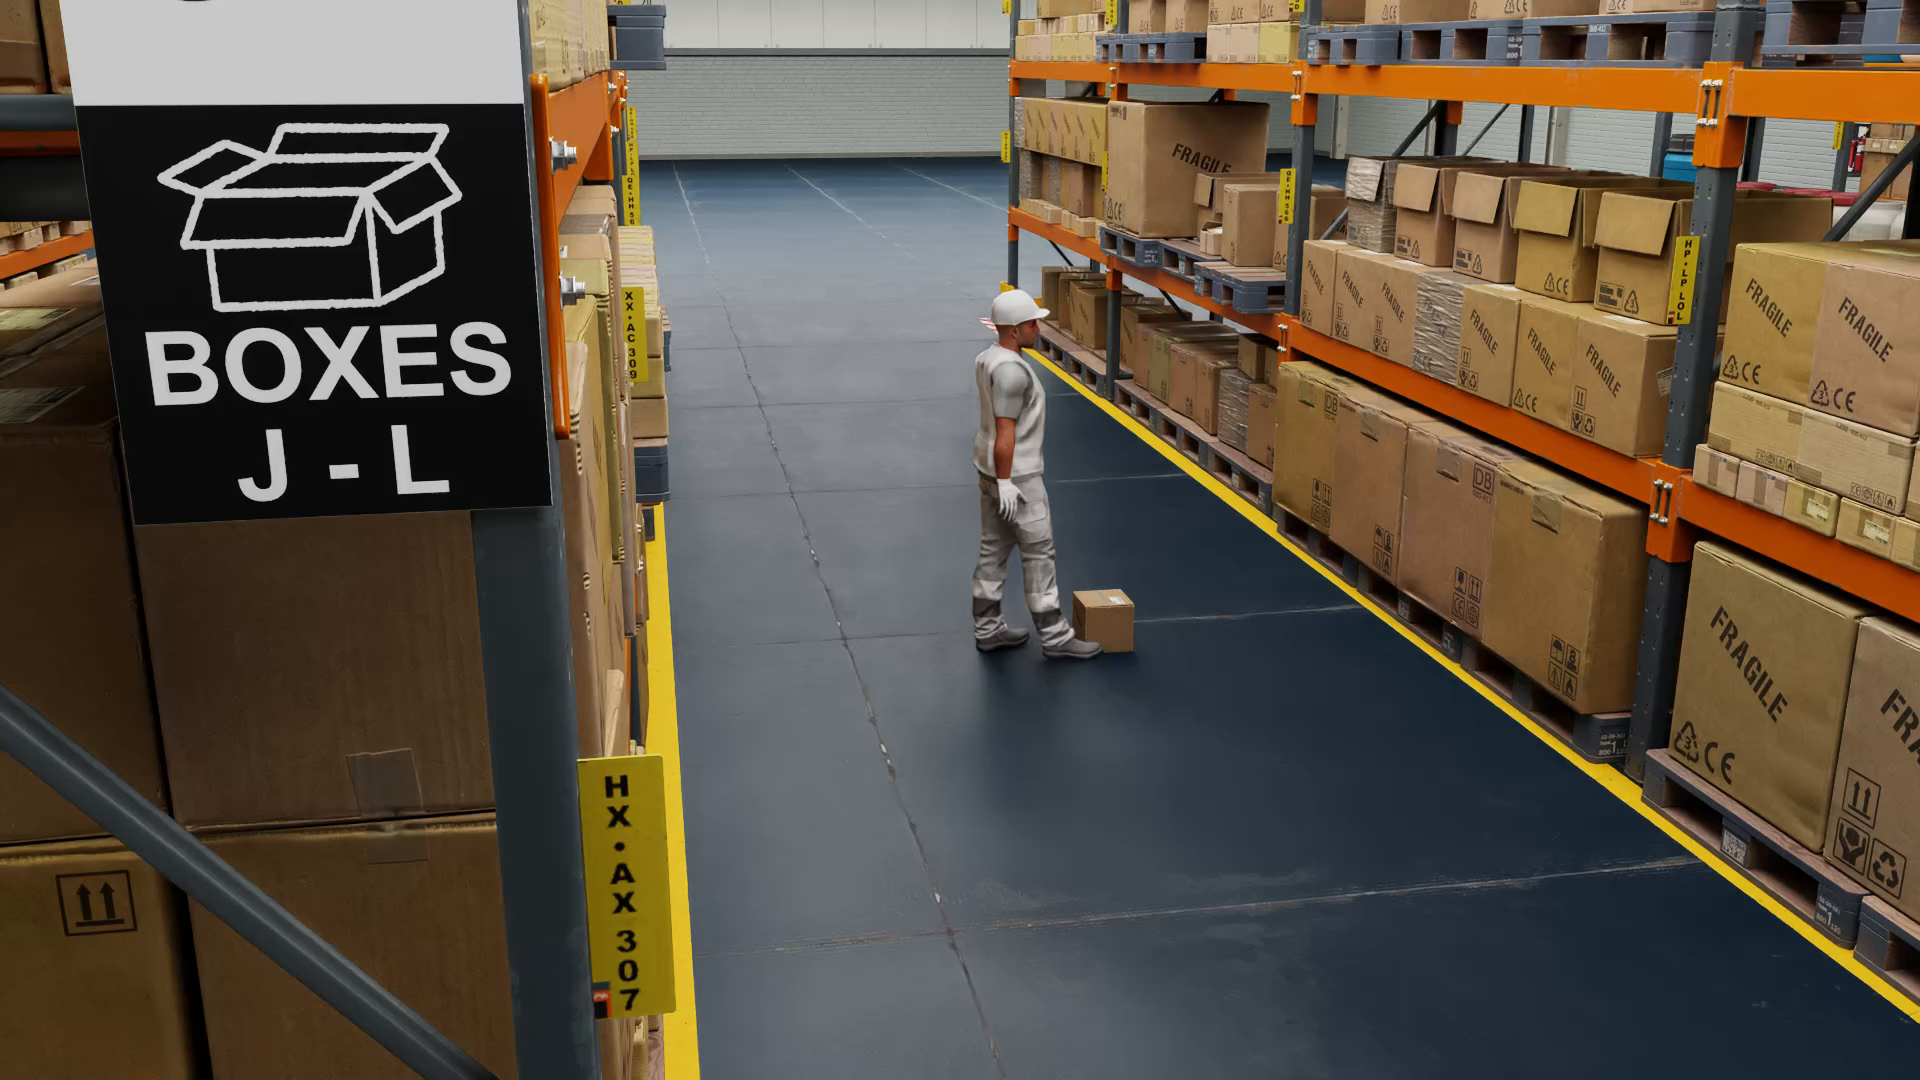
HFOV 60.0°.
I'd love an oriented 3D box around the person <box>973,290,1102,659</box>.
[{"bbox_3d":[0.359,-0.327,8.088,0.584,1.787,0.574,-5,17,-16],"label":"person"}]
